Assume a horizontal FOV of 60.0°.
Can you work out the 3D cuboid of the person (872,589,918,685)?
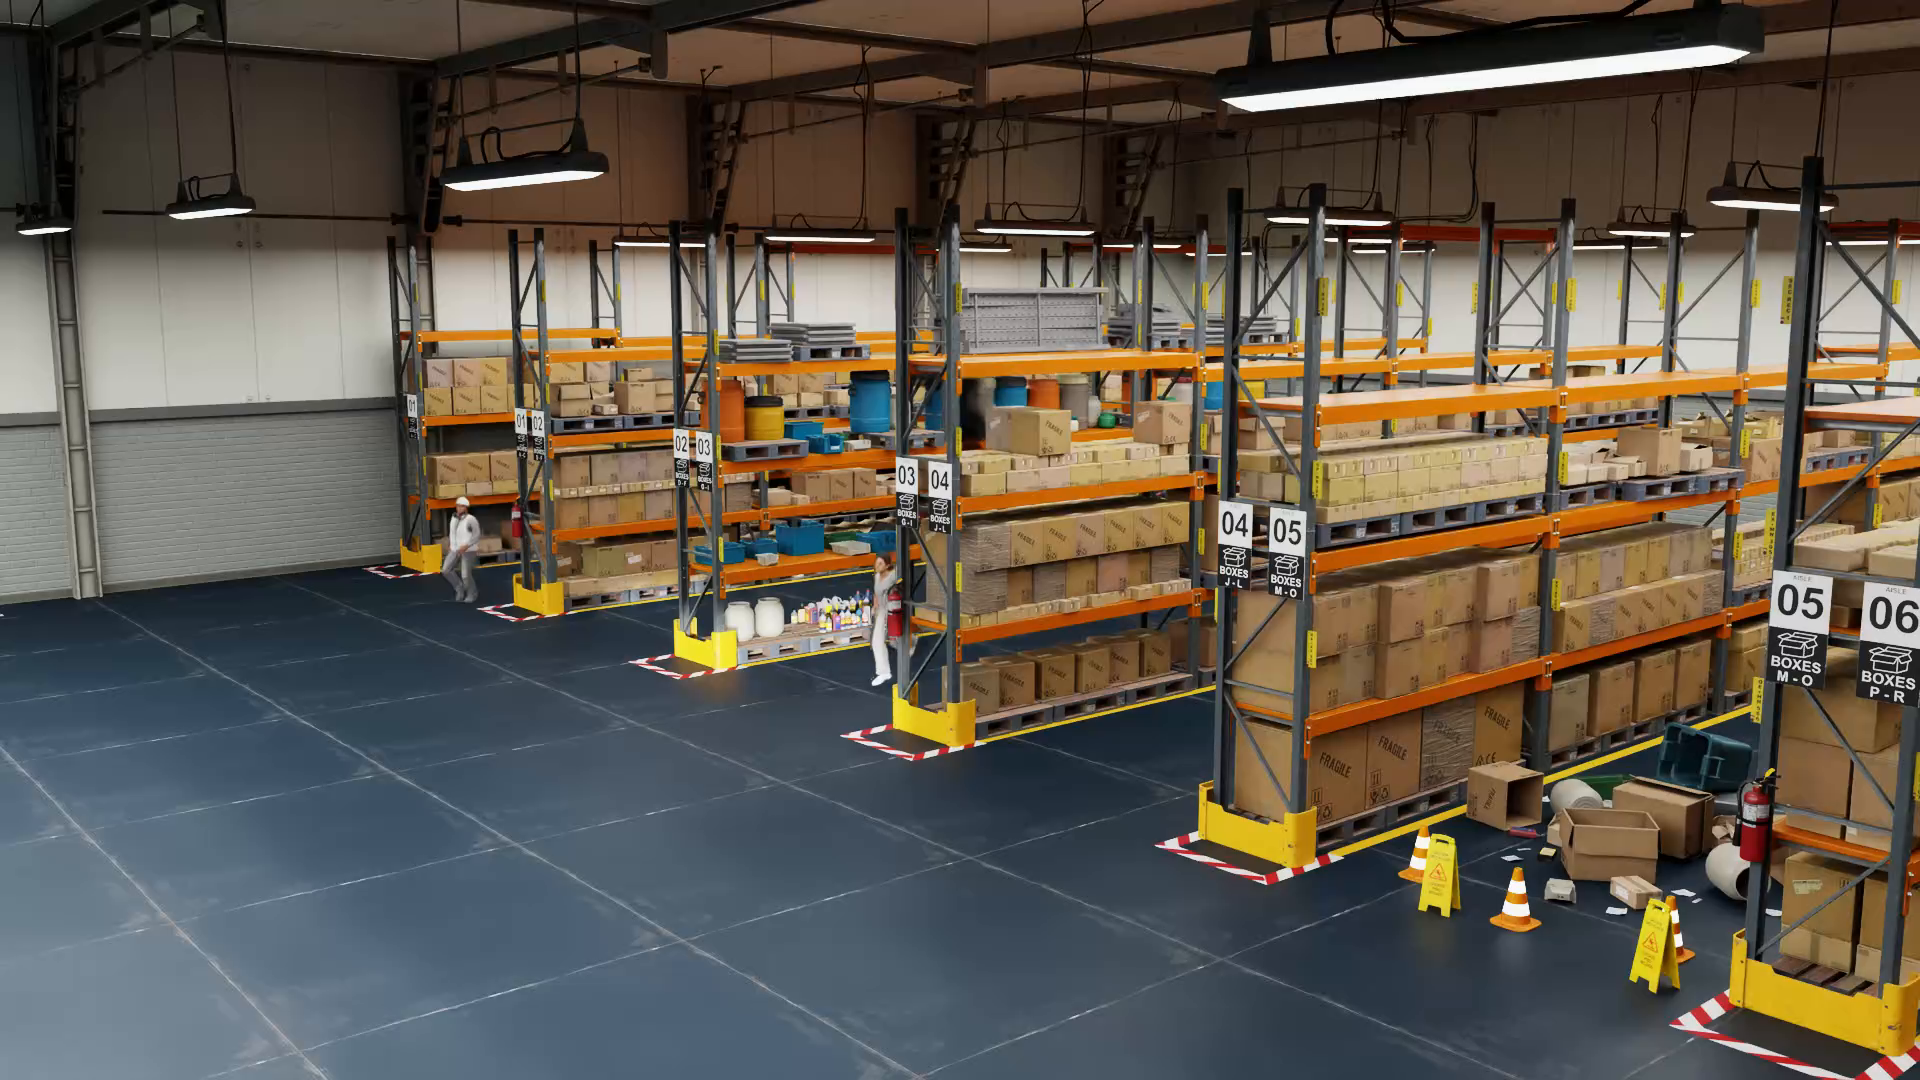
[{"bbox_3d":[-0.849,1.192,21.400,0.344,1.225,0.911,6,11,35],"label":"person"}]

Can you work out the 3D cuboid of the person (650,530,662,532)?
[{"bbox_3d":[-5.565,-0.499,30.848,0.652,1.654,0.819,8,12,41],"label":"person"}]

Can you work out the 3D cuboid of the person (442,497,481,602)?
[{"bbox_3d":[-8.095,0.166,26.968,0.677,1.738,0.606,4,10,25],"label":"person"}]
